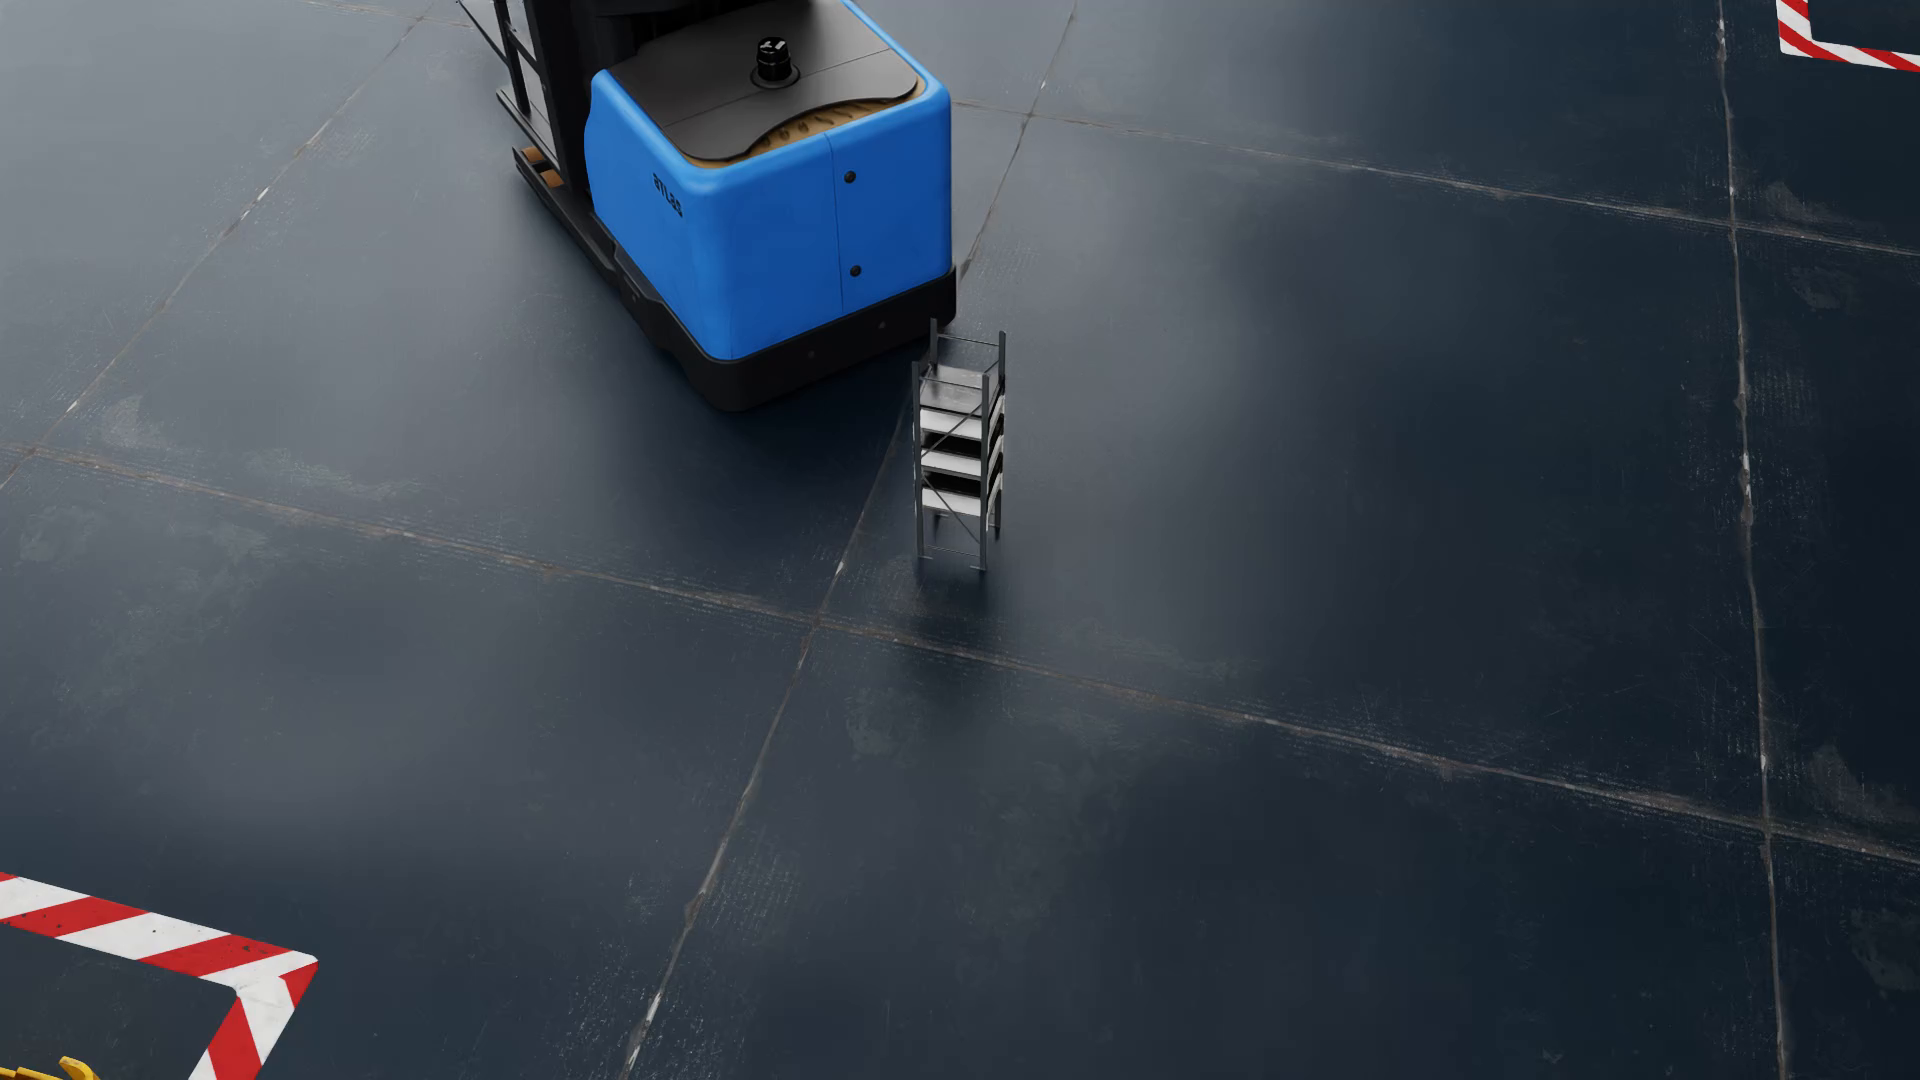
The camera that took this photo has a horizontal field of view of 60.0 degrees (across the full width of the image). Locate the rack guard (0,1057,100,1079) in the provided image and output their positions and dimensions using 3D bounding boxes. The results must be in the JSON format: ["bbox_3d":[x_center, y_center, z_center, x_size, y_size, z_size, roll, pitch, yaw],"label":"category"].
[{"bbox_3d":[-2.651,1.437,4.149,1.175,0.500,0.348,12,50,10],"label":"rack guard"}]

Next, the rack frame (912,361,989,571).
[{"bbox_3d":[-0.029,-0.218,5.343,0.240,0.900,0.006,12,50,10],"label":"rack frame"}]

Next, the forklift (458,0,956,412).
[{"bbox_3d":[-1.228,-2.528,6.026,1.130,2.935,3.031,-25,53,-21],"label":"forklift"}]

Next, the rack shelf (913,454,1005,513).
[{"bbox_3d":[-0.002,-0.210,5.500,0.258,0.077,0.200,12,50,10],"label":"rack shelf"}]

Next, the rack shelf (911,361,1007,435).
[{"bbox_3d":[-0.002,-0.449,5.230,0.258,0.077,0.200,12,50,10],"label":"rack shelf"}]

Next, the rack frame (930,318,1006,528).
[{"bbox_3d":[0.025,-0.365,5.472,0.240,0.900,0.006,12,50,10],"label":"rack frame"}]

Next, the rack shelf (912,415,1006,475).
[{"bbox_3d":[-0.002,-0.329,5.365,0.258,0.077,0.200,12,50,10],"label":"rack shelf"}]

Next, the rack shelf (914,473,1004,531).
[{"bbox_3d":[-0.002,-0.151,5.567,0.258,0.077,0.200,12,50,10],"label":"rack shelf"}]

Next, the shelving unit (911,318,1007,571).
[{"bbox_3d":[-0.002,-0.292,5.407,0.258,0.900,0.210,12,50,10],"label":"shelving unit"}]

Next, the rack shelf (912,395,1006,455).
[{"bbox_3d":[-0.002,-0.389,5.297,0.258,0.077,0.200,12,50,10],"label":"rack shelf"}]

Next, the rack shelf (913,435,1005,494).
[{"bbox_3d":[-0.002,-0.270,5.432,0.258,0.077,0.200,12,50,10],"label":"rack shelf"}]
